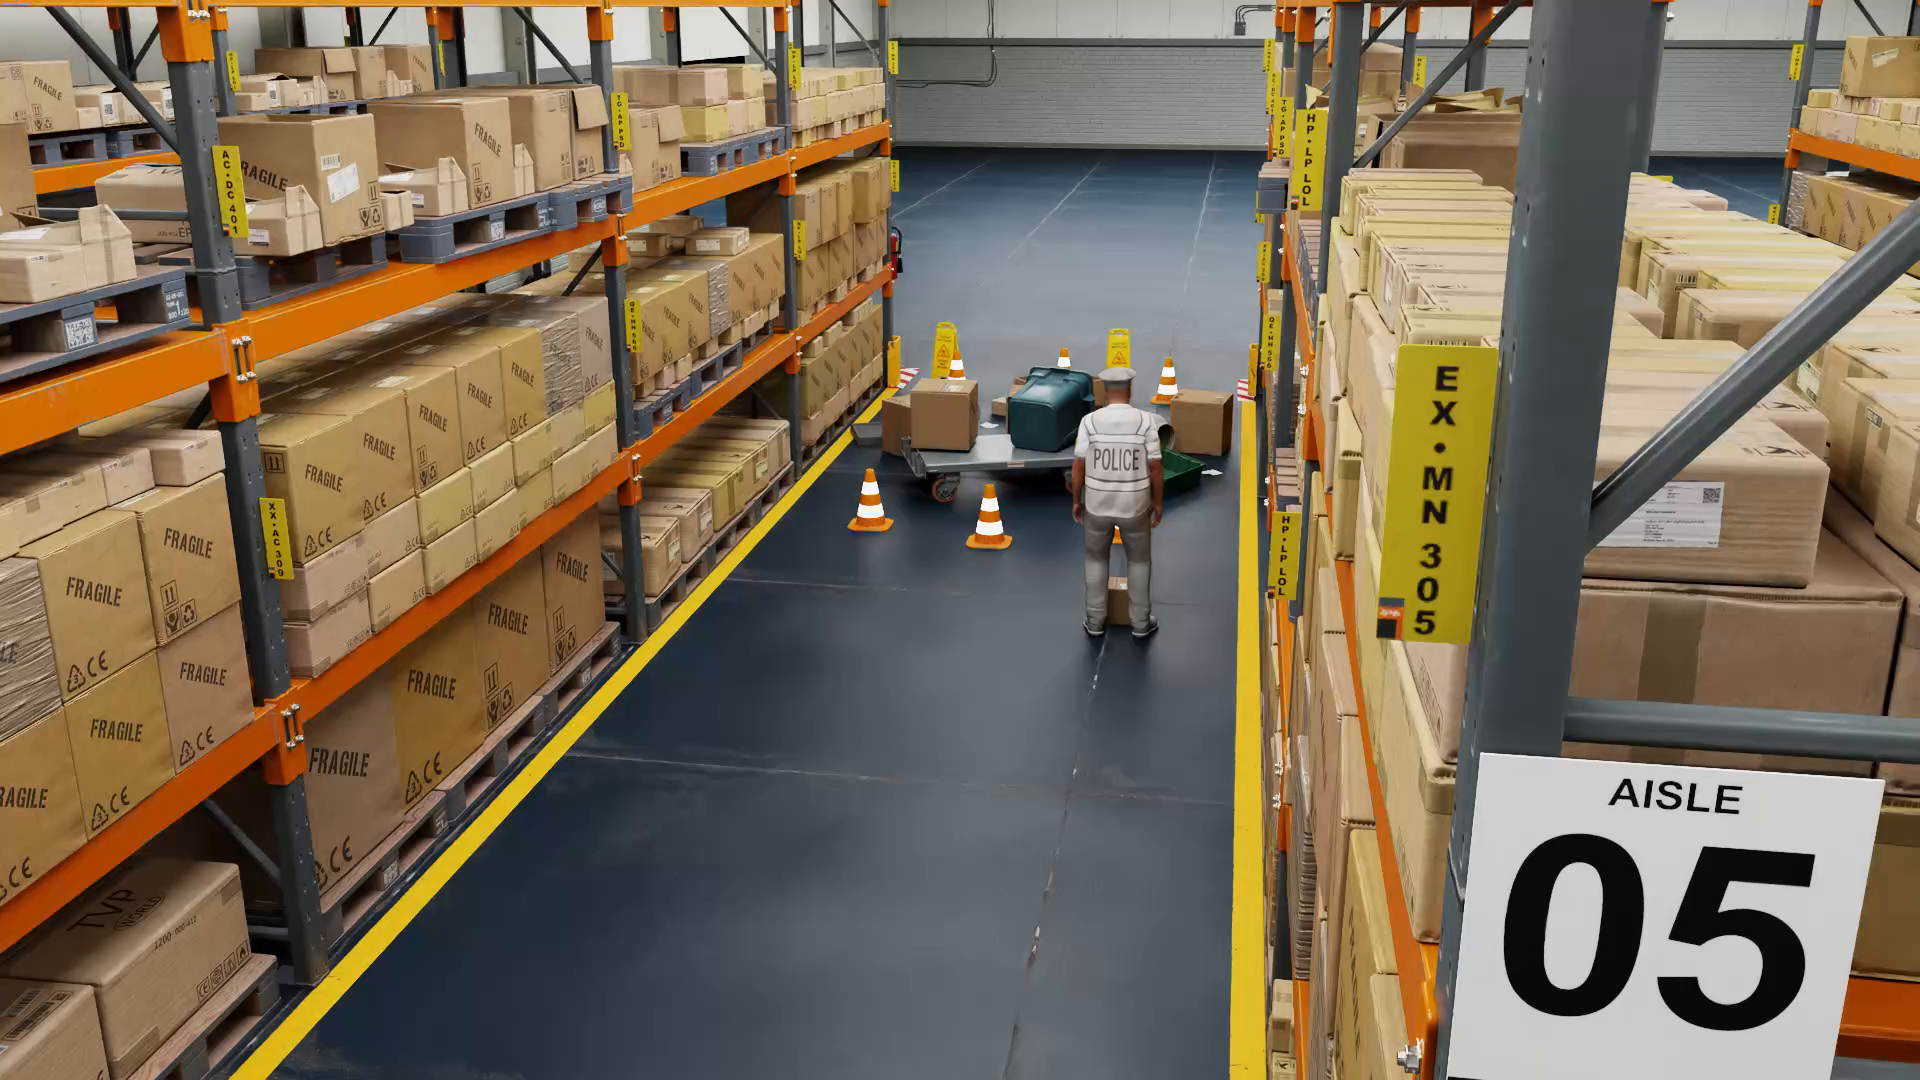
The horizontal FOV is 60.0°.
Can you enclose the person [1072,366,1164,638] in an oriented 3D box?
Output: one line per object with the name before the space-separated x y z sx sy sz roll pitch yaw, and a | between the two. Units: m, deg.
person | 1.015 -0.224 10.738 0.588 1.748 0.434 3 18 8
